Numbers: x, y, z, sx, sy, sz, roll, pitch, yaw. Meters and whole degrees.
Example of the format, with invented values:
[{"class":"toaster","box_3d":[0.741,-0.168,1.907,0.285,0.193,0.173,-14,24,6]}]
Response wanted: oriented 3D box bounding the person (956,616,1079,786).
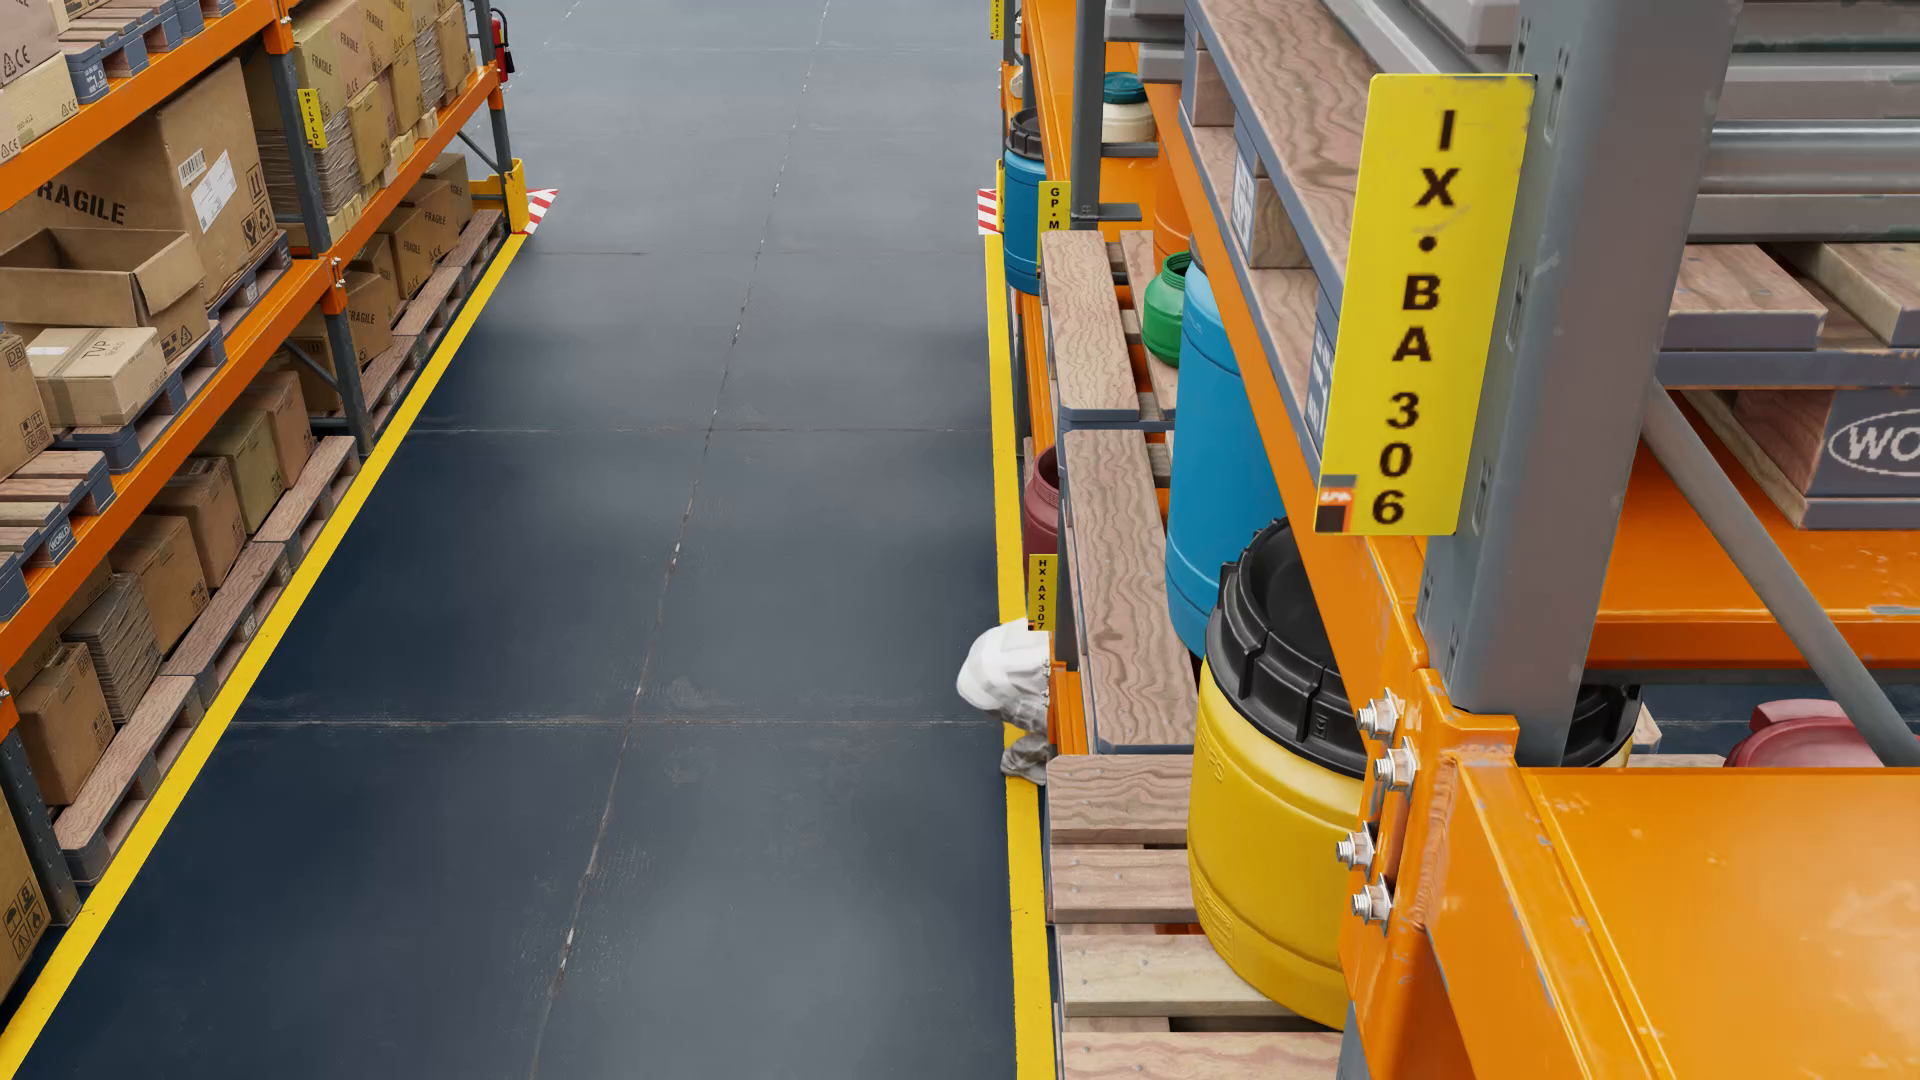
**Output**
[{"class":"person","box_3d":[0.595,0.682,7.410,1.199,0.837,0.543,8,32,13]}]
